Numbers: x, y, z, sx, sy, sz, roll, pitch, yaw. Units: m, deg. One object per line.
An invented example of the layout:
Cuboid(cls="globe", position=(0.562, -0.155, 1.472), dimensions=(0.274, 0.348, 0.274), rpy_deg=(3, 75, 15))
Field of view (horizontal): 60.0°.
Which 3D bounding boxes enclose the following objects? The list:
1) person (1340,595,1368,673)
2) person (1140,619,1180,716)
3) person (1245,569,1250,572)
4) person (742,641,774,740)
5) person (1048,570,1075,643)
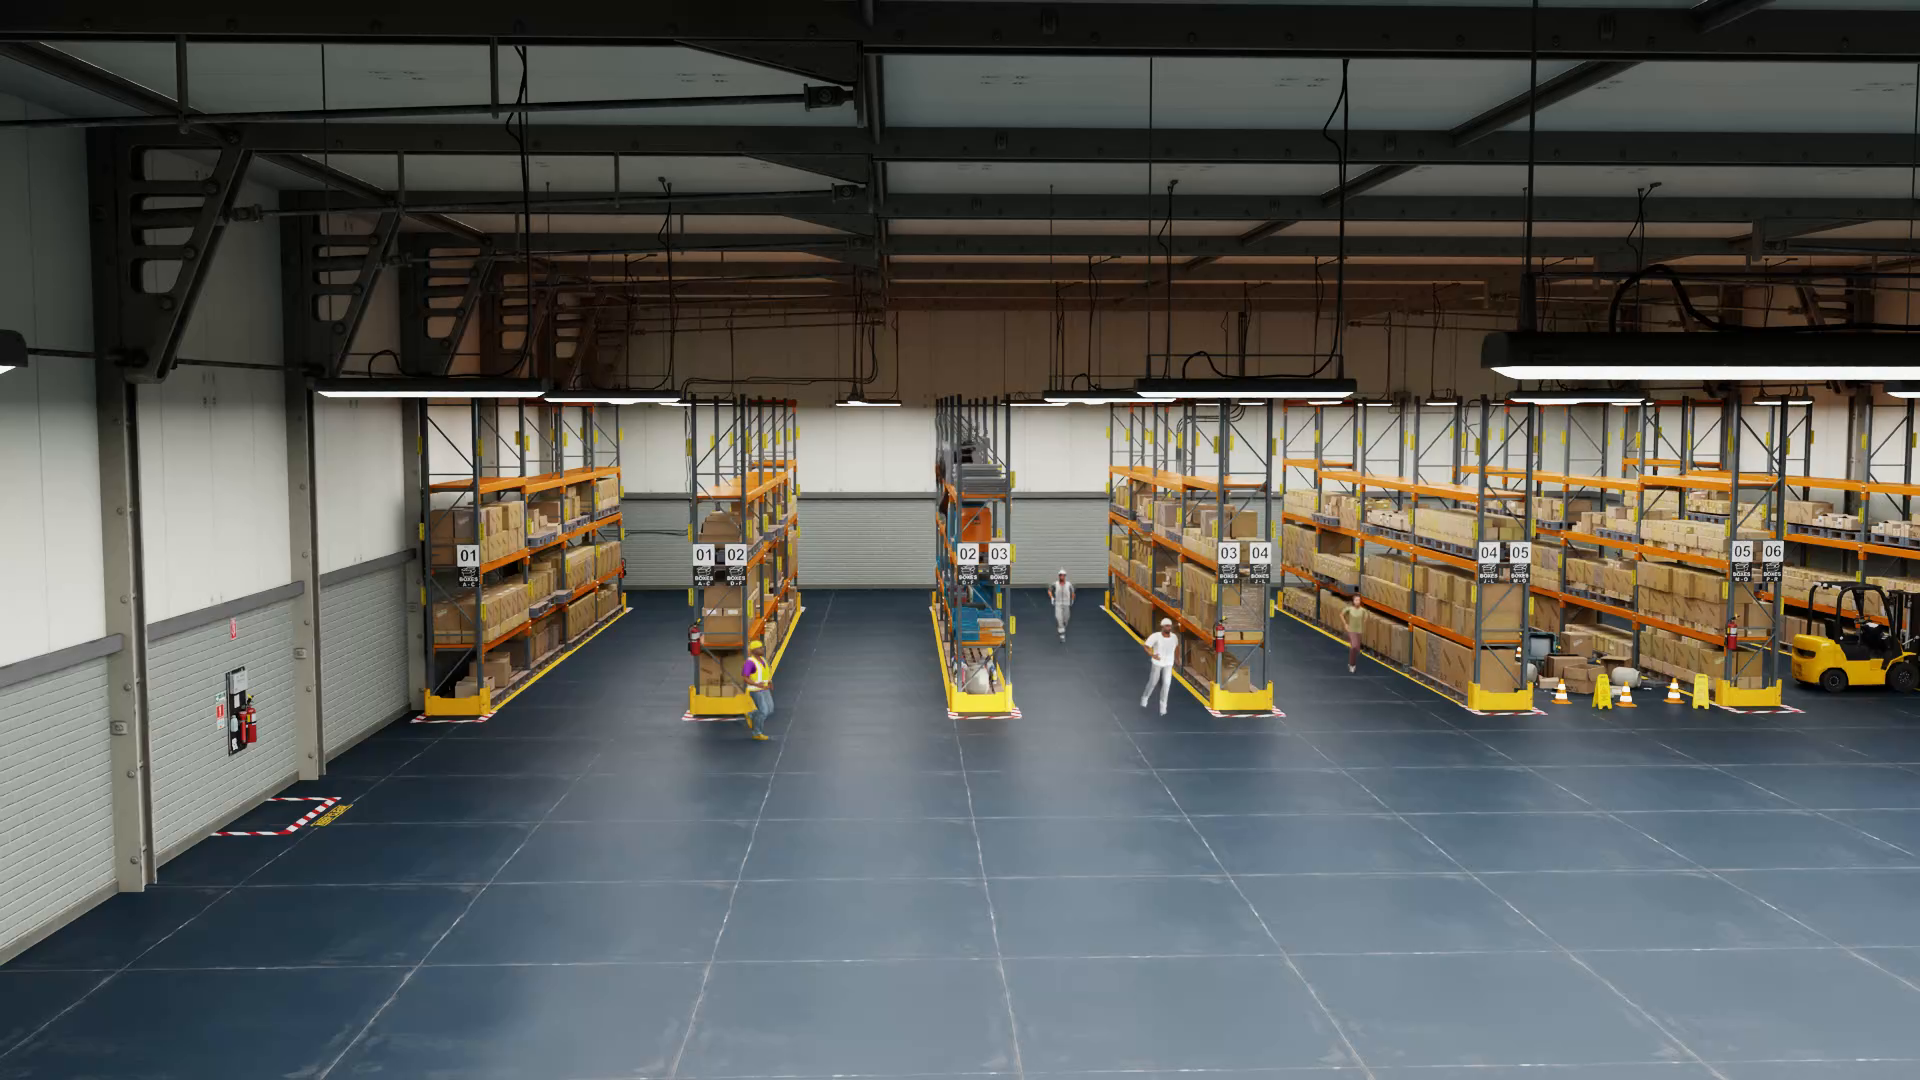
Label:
Cuboid(cls="person", position=(8.620, 2.044, 36.264), dimensions=(0.555, 1.708, 0.705), rpy_deg=(-1, 5, -7))
Cuboid(cls="person", position=(3.847, 2.368, 31.461), dimensions=(0.759, 1.767, 0.912), rpy_deg=(-1, 5, -11))
Cuboid(cls="person", position=(8.168, 1.102, 47.458), dimensions=(0.706, 1.713, 0.661), rpy_deg=(1, 5, 16))
Cuboid(cls="person", position=(-3.521, 2.600, 28.848), dimensions=(0.588, 1.723, 0.703), rpy_deg=(2, 5, 22))
Cuboid(cls="person", position=(2.506, 1.625, 41.024), dimensions=(0.655, 1.772, 0.845), rpy_deg=(0, 5, -3))
